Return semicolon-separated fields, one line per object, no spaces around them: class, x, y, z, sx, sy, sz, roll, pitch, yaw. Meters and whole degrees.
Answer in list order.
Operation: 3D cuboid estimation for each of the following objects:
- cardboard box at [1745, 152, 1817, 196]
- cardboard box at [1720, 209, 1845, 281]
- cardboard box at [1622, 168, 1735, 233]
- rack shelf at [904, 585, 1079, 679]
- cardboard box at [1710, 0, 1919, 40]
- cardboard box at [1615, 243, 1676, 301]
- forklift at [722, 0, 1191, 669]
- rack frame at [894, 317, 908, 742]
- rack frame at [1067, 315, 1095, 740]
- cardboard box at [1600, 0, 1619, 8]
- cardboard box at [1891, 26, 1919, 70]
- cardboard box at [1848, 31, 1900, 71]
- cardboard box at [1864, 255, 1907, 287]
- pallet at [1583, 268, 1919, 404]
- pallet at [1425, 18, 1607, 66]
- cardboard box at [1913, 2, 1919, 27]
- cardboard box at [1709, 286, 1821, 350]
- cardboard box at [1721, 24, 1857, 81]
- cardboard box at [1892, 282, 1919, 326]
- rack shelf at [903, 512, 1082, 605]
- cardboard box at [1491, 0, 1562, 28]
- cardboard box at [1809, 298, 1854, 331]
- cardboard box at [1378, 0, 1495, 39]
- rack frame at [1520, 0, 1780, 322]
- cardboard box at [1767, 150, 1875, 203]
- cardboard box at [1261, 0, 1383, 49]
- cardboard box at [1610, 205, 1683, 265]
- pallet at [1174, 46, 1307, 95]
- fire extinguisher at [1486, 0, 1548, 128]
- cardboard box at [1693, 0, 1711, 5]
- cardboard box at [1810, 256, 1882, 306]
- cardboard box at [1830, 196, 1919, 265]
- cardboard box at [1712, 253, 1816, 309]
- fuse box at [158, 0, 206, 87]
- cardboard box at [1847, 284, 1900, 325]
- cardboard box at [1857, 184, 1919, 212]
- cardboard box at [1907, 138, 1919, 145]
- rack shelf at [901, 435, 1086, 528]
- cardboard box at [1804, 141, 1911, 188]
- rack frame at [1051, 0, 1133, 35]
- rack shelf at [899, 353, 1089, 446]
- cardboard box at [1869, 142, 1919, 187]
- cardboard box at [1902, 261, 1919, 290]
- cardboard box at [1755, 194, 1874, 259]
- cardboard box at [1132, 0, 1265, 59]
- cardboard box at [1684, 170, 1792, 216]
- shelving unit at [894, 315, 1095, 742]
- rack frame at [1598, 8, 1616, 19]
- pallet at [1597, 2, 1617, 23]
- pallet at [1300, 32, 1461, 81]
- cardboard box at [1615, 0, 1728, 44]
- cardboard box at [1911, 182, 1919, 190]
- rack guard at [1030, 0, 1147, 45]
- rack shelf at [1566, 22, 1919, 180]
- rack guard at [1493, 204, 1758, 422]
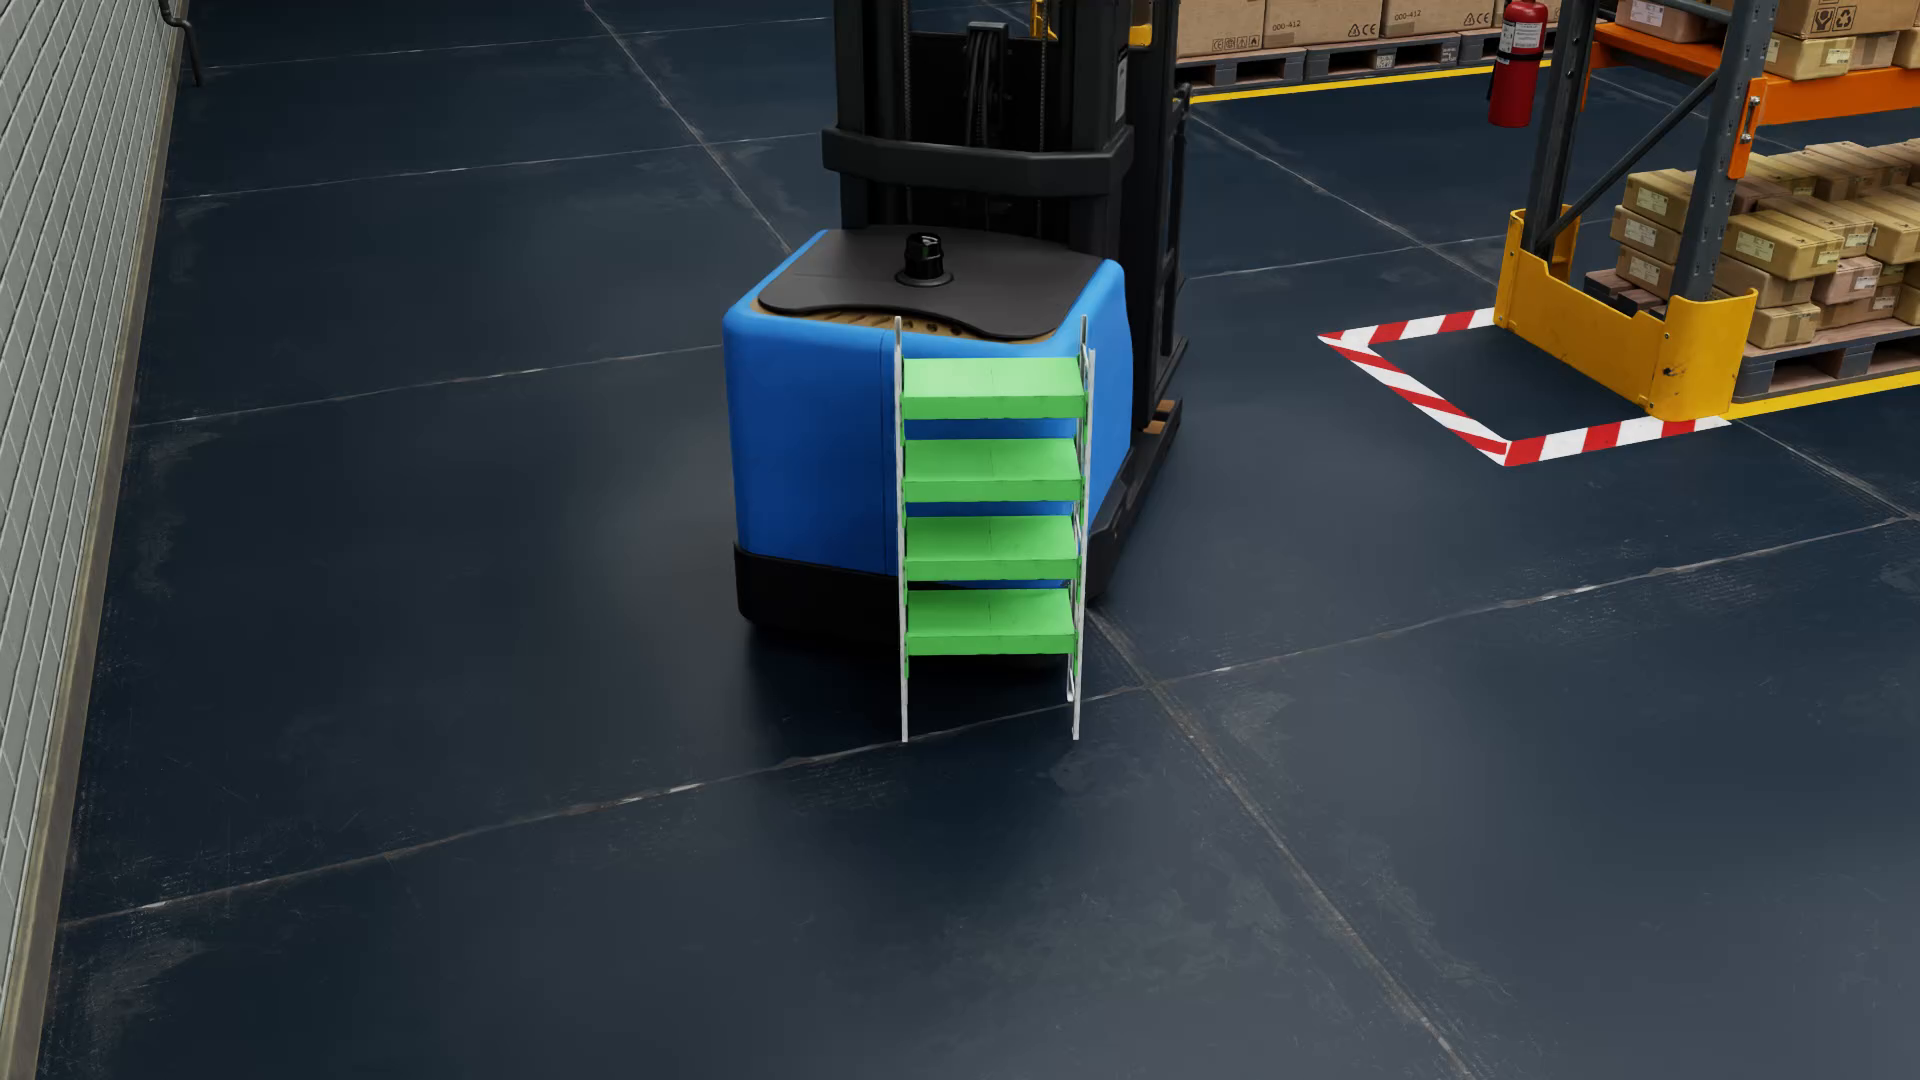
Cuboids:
cardboard box;3.530;-1.578;7.343;0.250;0.149;0.380;-11;32;-19
cardboard box;3.278;-1.181;6.647;0.250;0.149;0.380;-12;32;-20
cardboard box;3.076;-1.457;7.132;0.250;0.149;0.380;-10;31;-17
rack shelf;0.084;0.257;4.700;0.480;0.148;0.258;-1;30;-1
cardboard box;3.186;-2.168;6.124;0.500;0.500;0.500;-9;31;-15
cardboard box;3.089;-1.177;7.242;0.250;0.149;0.380;-10;31;-17
forklift;0.227;-1.608;5.612;1.130;2.935;3.031;9;31;15
rack frame;-0.160;-0.004;4.545;0.015;1.200;0.240;-1;30;-1
rack frame;0.328;-0.010;4.555;0.015;1.200;0.240;-1;30;-1
cardboard box;5.150;-4.419;12.198;0.875;0.875;0.875;-9;31;-16
cardboard box;3.581;-1.925;6.353;0.250;0.149;0.380;-11;32;-19
cardboard box;3.311;-1.904;6.315;0.250;0.149;0.380;-9;31;-16
cardboard box;3.724;-1.195;6.972;0.250;0.149;0.380;-10;31;-17
pallet;3.514;-0.971;7.242;1.213;0.211;1.003;-10;31;-18
pallet;3.857;-3.709;12.047;1.213;0.211;1.003;-10;31;-18
cardboard box;3.678;-2.272;6.306;0.500;0.500;0.500;-10;31;-18
cardboard box;3.271;-0.932;6.811;0.250;0.149;0.380;-10;31;-17
cardboard box;3.086;-1.841;6.204;0.250;0.149;0.380;-11;31;-18
cardboard box;3.996;-1.054;7.026;0.250;0.149;0.380;-10;31;-17
rack shelf;0.084;0.049;4.581;0.480;0.148;0.258;-1;30;-1
cardboard box;3.971;-4.026;11.951;0.875;0.438;0.875;-11;31;-18
cardboard box;3.488;-1.015;6.957;0.250;0.149;0.380;-11;31;-18
cardboard box;3.132;-3.871;11.679;0.875;0.438;0.875;-11;32;-19
rack frame;2.669;-2.046;6.311;0.127;3.000;1.000;-10;31;-18
cardboard box;3.795;-1.593;7.370;0.250;0.149;0.380;-12;32;-20
cardboard box;2.286;-3.716;11.407;0.875;0.438;0.875;-10;31;-16
cardboard box;3.064;-1.342;7.231;0.250;0.149;0.380;-11;32;-19
pallet;1.570;-3.288;11.308;1.213;0.211;1.003;-10;31;-18
fire extinguisher;2.272;-2.021;6.722;0.183;0.674;0.296;-10;31;-18
cardboard box;3.000;-2.416;6.558;0.500;0.500;0.500;-10;31;-17
cardboard box;3.525;-1.111;6.826;0.250;0.149;0.380;-11;31;-18
cardboard box;3.775;-1.268;6.801;0.250;0.149;0.380;-11;31;-18
cardboard box;3.249;-1.090;6.789;0.250;0.149;0.380;-9;31;-16
fuse box;-5.025;-3.781;10.658;0.414;1.711;0.539;-10;31;-18
cardboard box;3.718;-1.061;7.038;0.250;0.149;0.380;-10;31;-17
cardboard box;3.979;-1.350;6.944;0.250;0.149;0.380;-12;32;-20
cardboard box;4.549;-1.717;7.589;0.250;0.149;0.380;-10;31;-17
rack shelf;0.084;-0.160;4.463;0.480;0.148;0.258;-1;30;-1
cardboard box;4.027;-1.665;7.497;0.250;0.149;0.380;-9;31;-16
rack frame;0.848;-4.325;10.311;0.127;3.000;1.000;-10;31;-18
rack shelf;0.084;-0.368;4.344;0.480;0.148;0.258;-1;30;-1
cardboard box;4.313;-1.659;7.487;0.250;0.149;0.380;-11;32;-19
cardboard box;4.002;-1.189;6.961;0.250;0.149;0.380;-9;31;-16
cardboard box;3.495;-1.284;6.829;0.250;0.149;0.380;-10;31;-17
cardboard box;1.431;-3.555;11.123;0.875;0.438;0.875;-12;32;-19
cardboard box;3.332;-1.474;7.162;0.250;0.149;0.380;-10;31;-17
shelving unit;0.084;-0.007;4.550;0.503;1.200;0.258;-1;30;-1
rack frame;4.597;-5.016;11.523;0.127;3.000;1.000;-10;31;-18
pallet;5.294;-3.972;12.509;1.213;0.211;1.003;-10;31;-18
pallet;2.711;-3.496;11.674;1.213;0.211;1.003;-10;31;-18
cardboard box;2.876;-2.124;6.702;0.250;0.149;0.380;-10;31;-18
cardboard box;4.242;-1.393;7.020;0.250;0.149;0.380;-9;31;-16
rack guard;0.825;-3.235;10.923;0.348;0.500;1.175;-10;31;-18
rack shelf;4.543;-2.079;7.095;4.000;0.370;1.077;-10;31;-18
rack guard;2.740;-0.973;6.953;0.348;0.500;1.175;-10;31;-18
